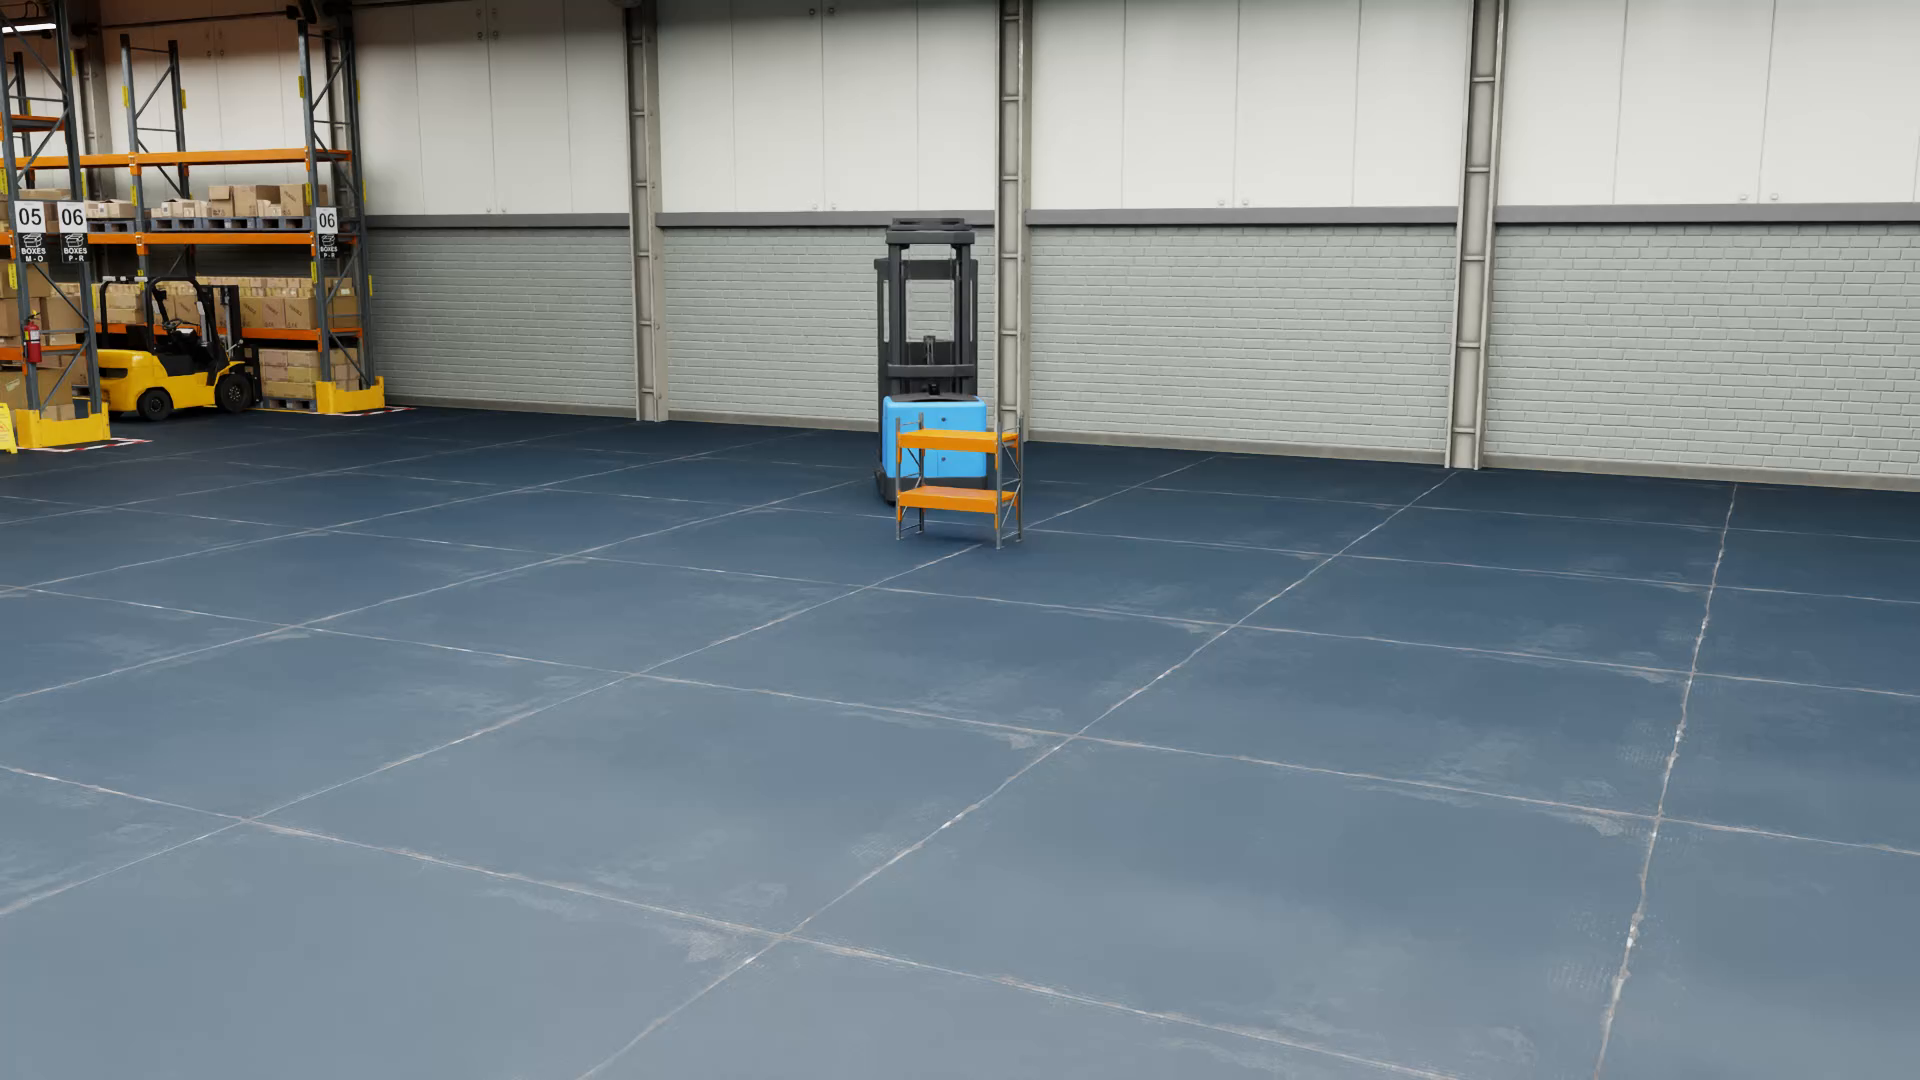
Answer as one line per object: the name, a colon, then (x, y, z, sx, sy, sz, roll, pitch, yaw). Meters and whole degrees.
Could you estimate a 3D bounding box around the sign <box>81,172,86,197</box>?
sign: (-11.785, -4.776, 22.317, 0.005, 0.325, 0.100, 5, 11, 26)

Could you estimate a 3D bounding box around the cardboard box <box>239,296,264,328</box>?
cardboard box: (-11.310, -3.705, 26.995, 0.500, 0.500, 0.500, 5, 11, 25)

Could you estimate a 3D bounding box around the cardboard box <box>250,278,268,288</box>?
cardboard box: (-11.201, -4.150, 26.801, 0.250, 0.149, 0.380, 5, 12, 27)

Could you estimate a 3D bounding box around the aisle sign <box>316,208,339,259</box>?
aisle sign: (-9.903, -4.803, 26.046, 0.004, 0.787, 0.394, 5, 11, 26)

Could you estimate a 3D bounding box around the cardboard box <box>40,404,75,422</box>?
cardboard box: (-12.626, -1.744, 22.986, 0.500, 0.250, 0.500, 5, 11, 25)

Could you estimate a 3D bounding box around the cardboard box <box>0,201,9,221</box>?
cardboard box: (-12.603, -4.329, 21.888, 0.500, 0.250, 0.500, 5, 11, 25)

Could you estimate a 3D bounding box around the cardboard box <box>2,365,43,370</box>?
cardboard box: (-13.118, -2.155, 23.153, 0.500, 0.500, 0.500, 5, 11, 24)

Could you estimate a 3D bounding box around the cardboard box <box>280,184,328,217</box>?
cardboard box: (-10.337, -5.353, 26.220, 0.500, 0.500, 0.500, 5, 12, 28)

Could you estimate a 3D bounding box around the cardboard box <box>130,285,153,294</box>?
cardboard box: (-13.824, -4.251, 28.193, 0.250, 0.149, 0.380, 5, 12, 28)

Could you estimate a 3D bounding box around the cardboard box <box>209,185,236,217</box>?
cardboard box: (-11.719, -5.503, 27.043, 0.637, 0.503, 0.797, 5, 12, 28)

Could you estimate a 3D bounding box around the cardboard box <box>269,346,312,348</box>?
cardboard box: (-11.072, -3.069, 27.501, 0.500, 0.250, 0.500, 5, 11, 25)

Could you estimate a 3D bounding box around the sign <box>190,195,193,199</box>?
sign: (-13.175, -5.749, 28.477, 0.005, 0.325, 0.100, 5, 11, 26)

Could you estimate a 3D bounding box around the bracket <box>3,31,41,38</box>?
bracket: (-18.278, -9.150, 30.410, 4.783, 0.066, 0.076, 5, 11, 26)

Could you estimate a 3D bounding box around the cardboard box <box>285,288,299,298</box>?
cardboard box: (-10.509, -3.942, 26.487, 0.250, 0.149, 0.380, 5, 12, 27)

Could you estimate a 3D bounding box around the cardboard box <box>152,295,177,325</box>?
cardboard box: (-13.137, -3.864, 27.874, 0.500, 0.500, 0.500, 5, 11, 24)

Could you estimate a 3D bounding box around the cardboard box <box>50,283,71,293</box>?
cardboard box: (-15.688, -4.402, 29.030, 0.250, 0.149, 0.380, 5, 12, 27)

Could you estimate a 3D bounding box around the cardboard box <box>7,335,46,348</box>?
cardboard box: (-12.455, -2.654, 22.180, 0.250, 0.149, 0.380, 5, 12, 28)

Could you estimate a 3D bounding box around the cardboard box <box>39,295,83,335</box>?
cardboard box: (-12.327, -3.060, 22.599, 0.500, 0.500, 0.500, 5, 11, 25)

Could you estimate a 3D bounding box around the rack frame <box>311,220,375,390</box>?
rack frame: (-9.832, -3.576, 26.565, 0.127, 3.000, 1.000, 5, 11, 26)

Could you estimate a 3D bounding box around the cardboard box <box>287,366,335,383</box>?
cardboard box: (-10.407, -2.664, 26.664, 0.500, 0.250, 0.500, 5, 11, 25)

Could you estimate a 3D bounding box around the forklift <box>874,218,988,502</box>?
forklift: (-0.375, -2.045, 18.300, 1.130, 2.935, 3.031, -1, 10, -6)

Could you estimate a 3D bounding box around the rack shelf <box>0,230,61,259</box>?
rack shelf: (-13.818, -4.062, 22.851, 4.000, 0.370, 1.077, 5, 11, 26)

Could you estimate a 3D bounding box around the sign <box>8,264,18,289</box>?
sign: (-12.288, -3.421, 21.571, 0.005, 0.325, 0.100, 5, 11, 26)

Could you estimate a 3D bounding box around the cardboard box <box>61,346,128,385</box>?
cardboard box: (-15.259, -3.090, 29.368, 0.625, 0.625, 0.875, 5, 11, 23)

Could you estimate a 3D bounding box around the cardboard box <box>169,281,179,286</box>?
cardboard box: (-12.982, -4.330, 27.794, 0.250, 0.149, 0.380, 5, 11, 27)

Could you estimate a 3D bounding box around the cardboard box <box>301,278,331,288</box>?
cardboard box: (-10.246, -4.085, 26.442, 0.250, 0.149, 0.380, 5, 11, 26)

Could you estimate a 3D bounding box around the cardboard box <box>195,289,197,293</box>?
cardboard box: (-12.348, -4.104, 27.380, 0.250, 0.149, 0.380, 5, 11, 25)

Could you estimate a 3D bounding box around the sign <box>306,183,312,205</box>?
sign: (-10.084, -5.363, 25.753, 0.005, 0.325, 0.100, 5, 11, 26)

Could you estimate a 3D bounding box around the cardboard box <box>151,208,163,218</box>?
cardboard box: (-13.151, -5.415, 27.552, 0.250, 0.149, 0.380, 5, 12, 27)

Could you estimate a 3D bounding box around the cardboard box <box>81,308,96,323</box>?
cardboard box: (-14.872, -3.898, 28.766, 0.500, 0.250, 0.500, 5, 11, 26)

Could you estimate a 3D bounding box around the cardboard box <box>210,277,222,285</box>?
cardboard box: (-12.074, -4.244, 27.322, 0.250, 0.149, 0.380, 5, 11, 26)

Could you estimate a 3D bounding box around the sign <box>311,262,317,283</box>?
sign: (-10.084, -4.177, 25.968, 0.005, 0.325, 0.100, 5, 11, 26)

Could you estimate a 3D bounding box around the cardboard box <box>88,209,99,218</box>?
cardboard box: (-14.539, -5.537, 28.226, 0.250, 0.149, 0.380, 5, 11, 26)

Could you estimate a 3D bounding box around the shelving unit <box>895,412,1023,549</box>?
shelving unit: (-0.006, -0.554, 15.133, 1.048, 1.125, 0.538, 5, 11, 26)

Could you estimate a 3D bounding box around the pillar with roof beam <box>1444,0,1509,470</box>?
pillar with roof beam: (4.180, -4.621, 15.493, 0.400, 9.000, 9.100, 5, 11, 26)

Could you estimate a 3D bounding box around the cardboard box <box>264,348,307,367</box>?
cardboard box: (-10.843, -2.947, 26.826, 0.500, 0.250, 0.500, 5, 12, 27)

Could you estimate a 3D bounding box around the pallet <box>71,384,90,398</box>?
pallet: (-15.195, -2.667, 29.371, 1.213, 0.211, 1.003, 5, 11, 26)

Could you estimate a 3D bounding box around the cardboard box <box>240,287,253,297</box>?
cardboard box: (-11.428, -4.024, 26.939, 0.250, 0.149, 0.380, 5, 11, 26)

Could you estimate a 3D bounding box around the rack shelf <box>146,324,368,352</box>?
rack shelf: (-11.625, -3.379, 27.500, 4.000, 0.370, 1.077, 5, 11, 26)

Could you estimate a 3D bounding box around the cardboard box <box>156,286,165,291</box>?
cardboard box: (-13.249, -4.192, 27.869, 0.250, 0.149, 0.380, 5, 11, 25)

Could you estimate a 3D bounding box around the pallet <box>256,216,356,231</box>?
pallet: (-10.454, -5.068, 26.636, 1.213, 0.211, 1.003, 5, 11, 26)

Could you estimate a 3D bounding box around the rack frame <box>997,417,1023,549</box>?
rack frame: (0.450, -0.514, 14.912, 0.032, 1.125, 0.500, 5, 11, 26)

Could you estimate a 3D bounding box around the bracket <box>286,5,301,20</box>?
bracket: (-10.587, -8.474, 26.676, 0.430, 0.232, 0.235, 5, 11, 26)

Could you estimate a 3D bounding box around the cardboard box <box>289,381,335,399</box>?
cardboard box: (-10.393, -2.416, 26.698, 0.500, 0.250, 0.500, 5, 11, 26)

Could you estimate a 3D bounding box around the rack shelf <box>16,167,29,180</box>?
rack shelf: (-18.800, -6.765, 30.484, 4.000, 0.370, 1.077, 5, 11, 26)

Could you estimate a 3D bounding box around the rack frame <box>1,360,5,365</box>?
rack frame: (-17.006, -4.206, 30.048, 0.127, 3.000, 1.000, 5, 11, 26)

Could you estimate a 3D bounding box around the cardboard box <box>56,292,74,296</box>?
cardboard box: (-15.337, -4.184, 28.945, 0.500, 0.250, 0.500, 5, 11, 27)
